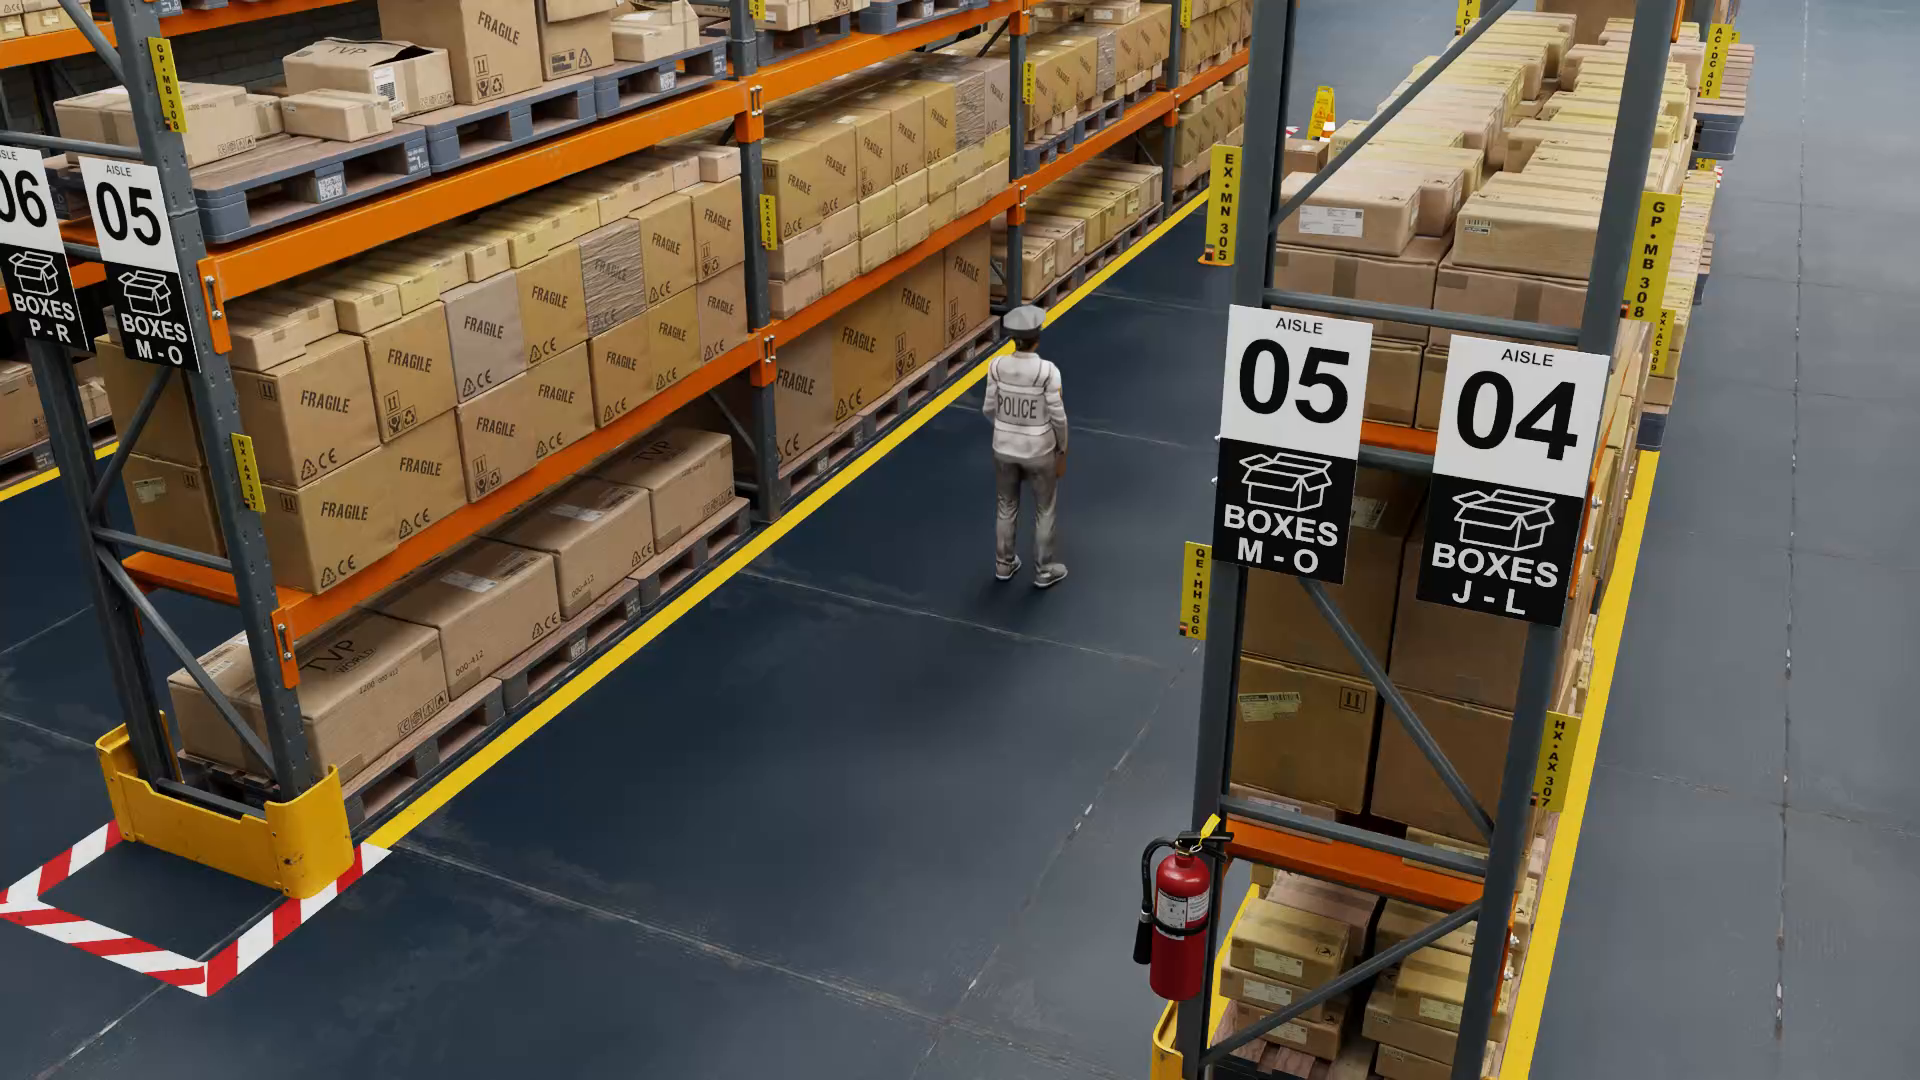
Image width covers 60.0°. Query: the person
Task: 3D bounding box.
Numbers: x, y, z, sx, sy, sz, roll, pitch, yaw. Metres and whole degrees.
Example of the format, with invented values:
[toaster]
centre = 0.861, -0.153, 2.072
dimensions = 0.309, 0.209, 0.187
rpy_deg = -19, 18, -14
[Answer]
[person]
centre = 0.383, -0.533, 9.669
dimensions = 0.502, 1.680, 0.385
rpy_deg = 11, 28, 21
